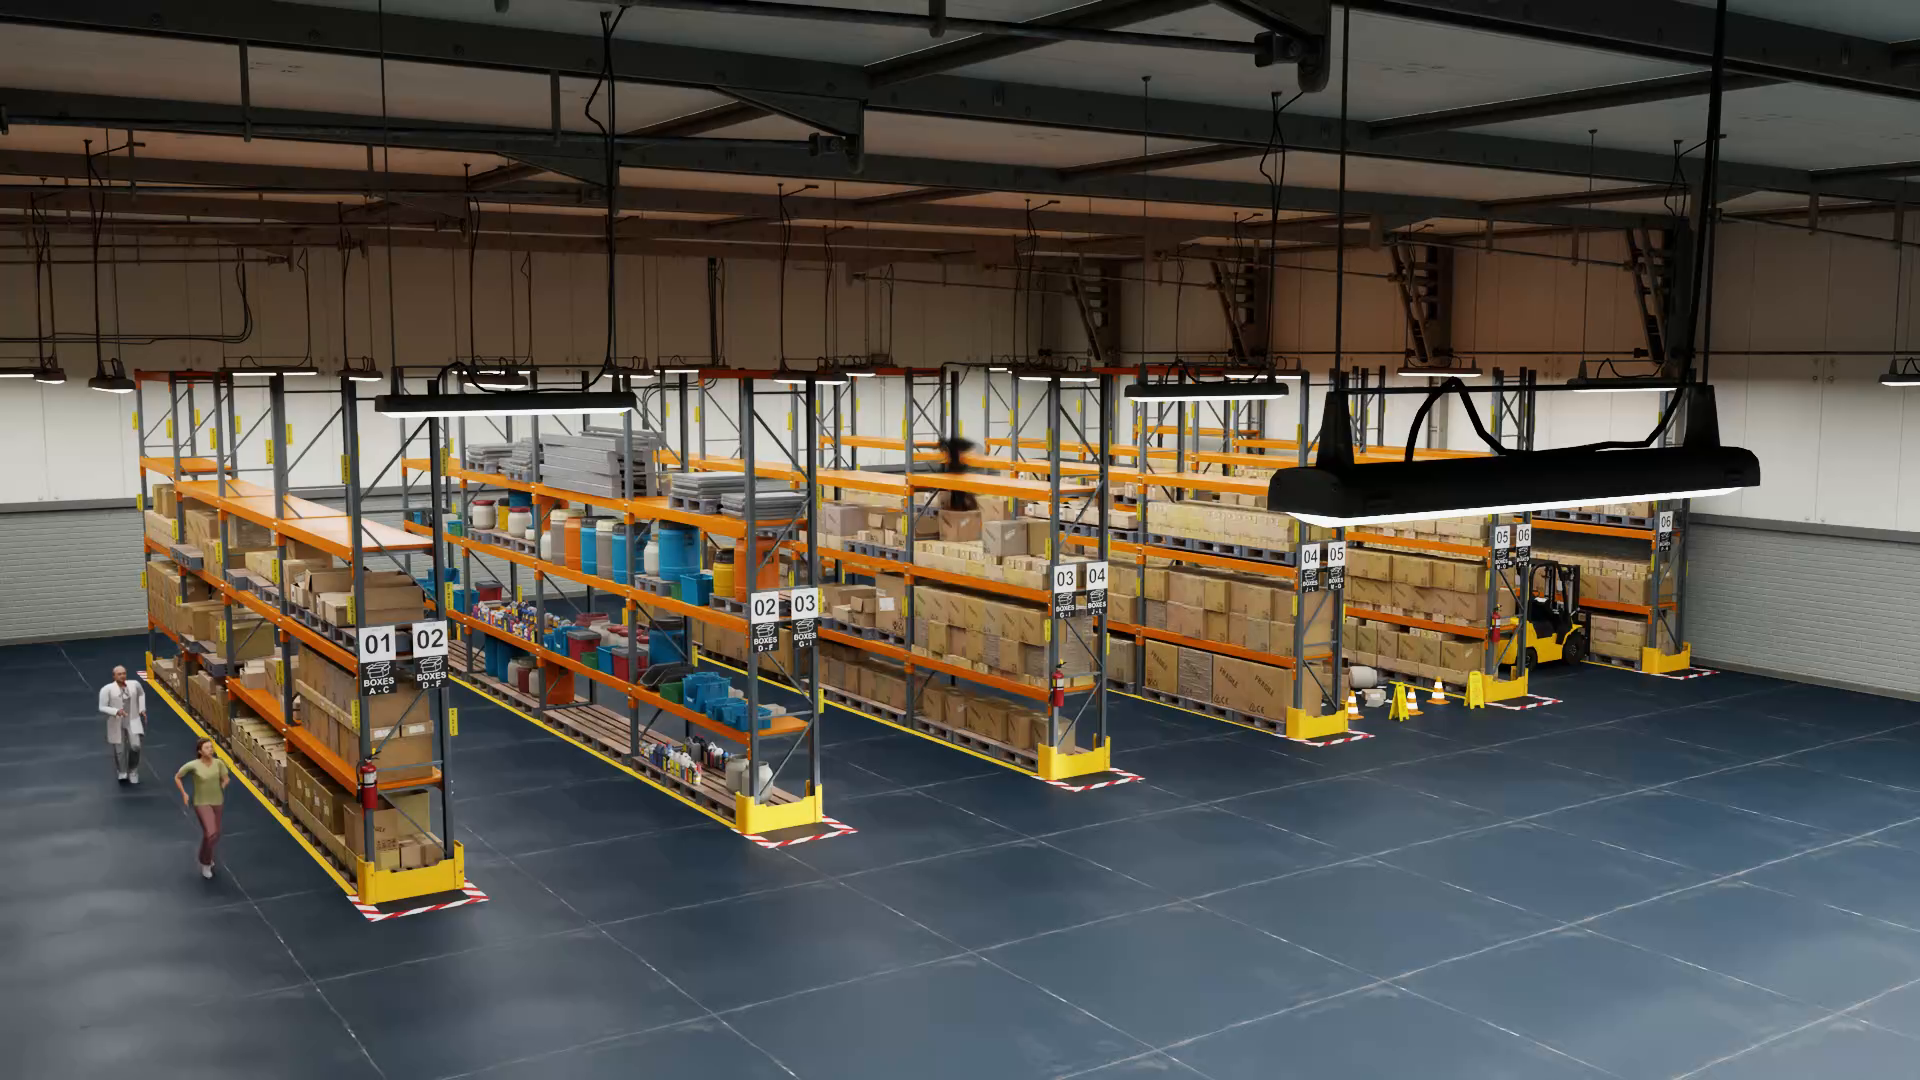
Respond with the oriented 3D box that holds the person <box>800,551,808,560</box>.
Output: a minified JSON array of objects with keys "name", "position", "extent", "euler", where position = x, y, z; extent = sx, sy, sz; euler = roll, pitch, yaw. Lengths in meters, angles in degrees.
[{"name":"person","position":[-3.821,0.874,41.532],"extent":[0.579,1.579,0.612],"euler":[-6,9,-42]}]

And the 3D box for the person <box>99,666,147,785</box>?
[{"name":"person","position":[-12.218,2.717,24.310],"extent":[0.653,1.780,0.829],"euler":[-4,8,-33]}]

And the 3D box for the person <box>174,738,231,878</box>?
[{"name":"person","position":[-9.120,3.232,20.151],"extent":[0.684,1.688,0.566],"euler":[5,8,40]}]
